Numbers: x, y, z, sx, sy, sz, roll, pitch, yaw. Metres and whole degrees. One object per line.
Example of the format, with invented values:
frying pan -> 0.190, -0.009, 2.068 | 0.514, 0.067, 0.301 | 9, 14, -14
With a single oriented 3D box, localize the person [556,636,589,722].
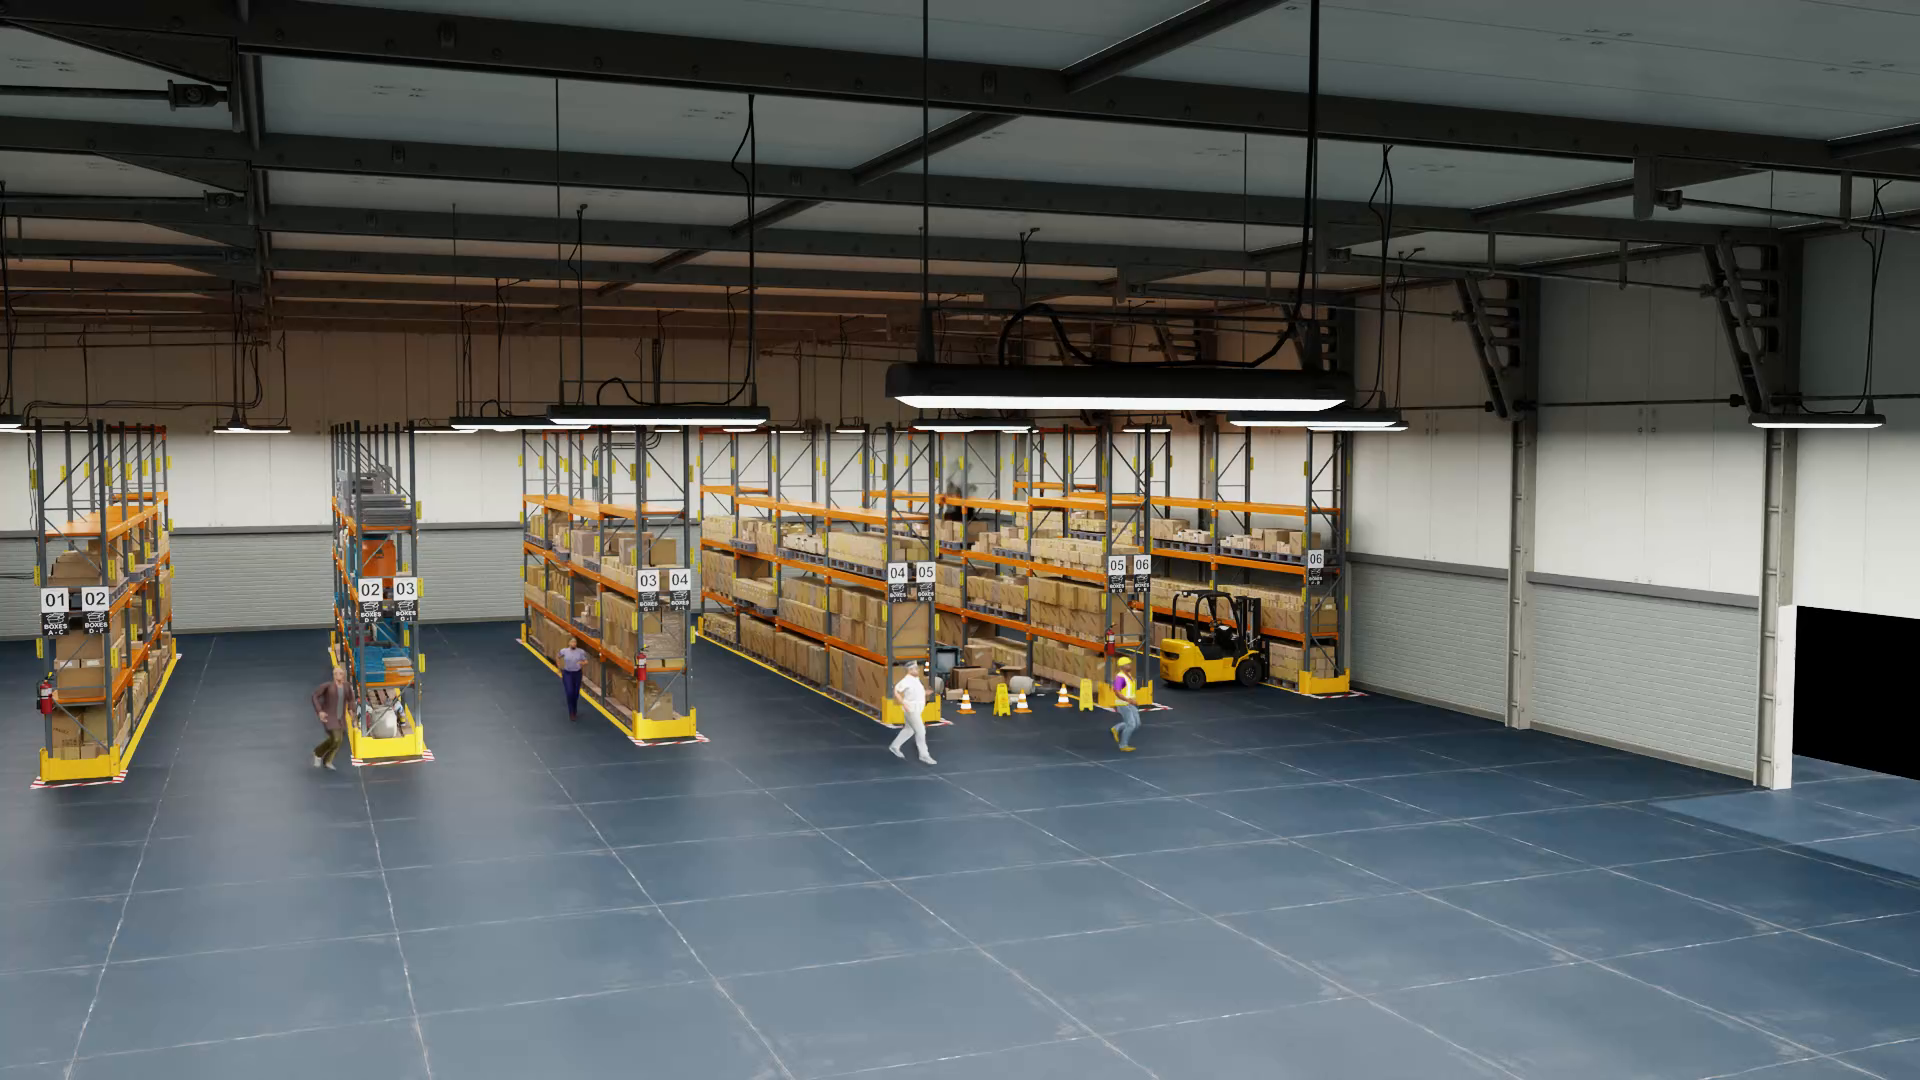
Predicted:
person -> -7.843, 2.796, 33.690 | 0.580, 1.674, 0.855 | -2, 4, -26

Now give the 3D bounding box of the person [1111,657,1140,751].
person -> 3.001, 2.981, 30.243 | 0.584, 1.716, 0.739 | 2, 4, 24

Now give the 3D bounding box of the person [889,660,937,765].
person -> -0.818, 2.999, 29.124 | 0.896, 1.808, 0.652 | 1, 4, 14

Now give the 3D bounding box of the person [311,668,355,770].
person -> -10.753, 3.071, 28.673 | 0.594, 1.723, 0.731 | 2, 4, 32
